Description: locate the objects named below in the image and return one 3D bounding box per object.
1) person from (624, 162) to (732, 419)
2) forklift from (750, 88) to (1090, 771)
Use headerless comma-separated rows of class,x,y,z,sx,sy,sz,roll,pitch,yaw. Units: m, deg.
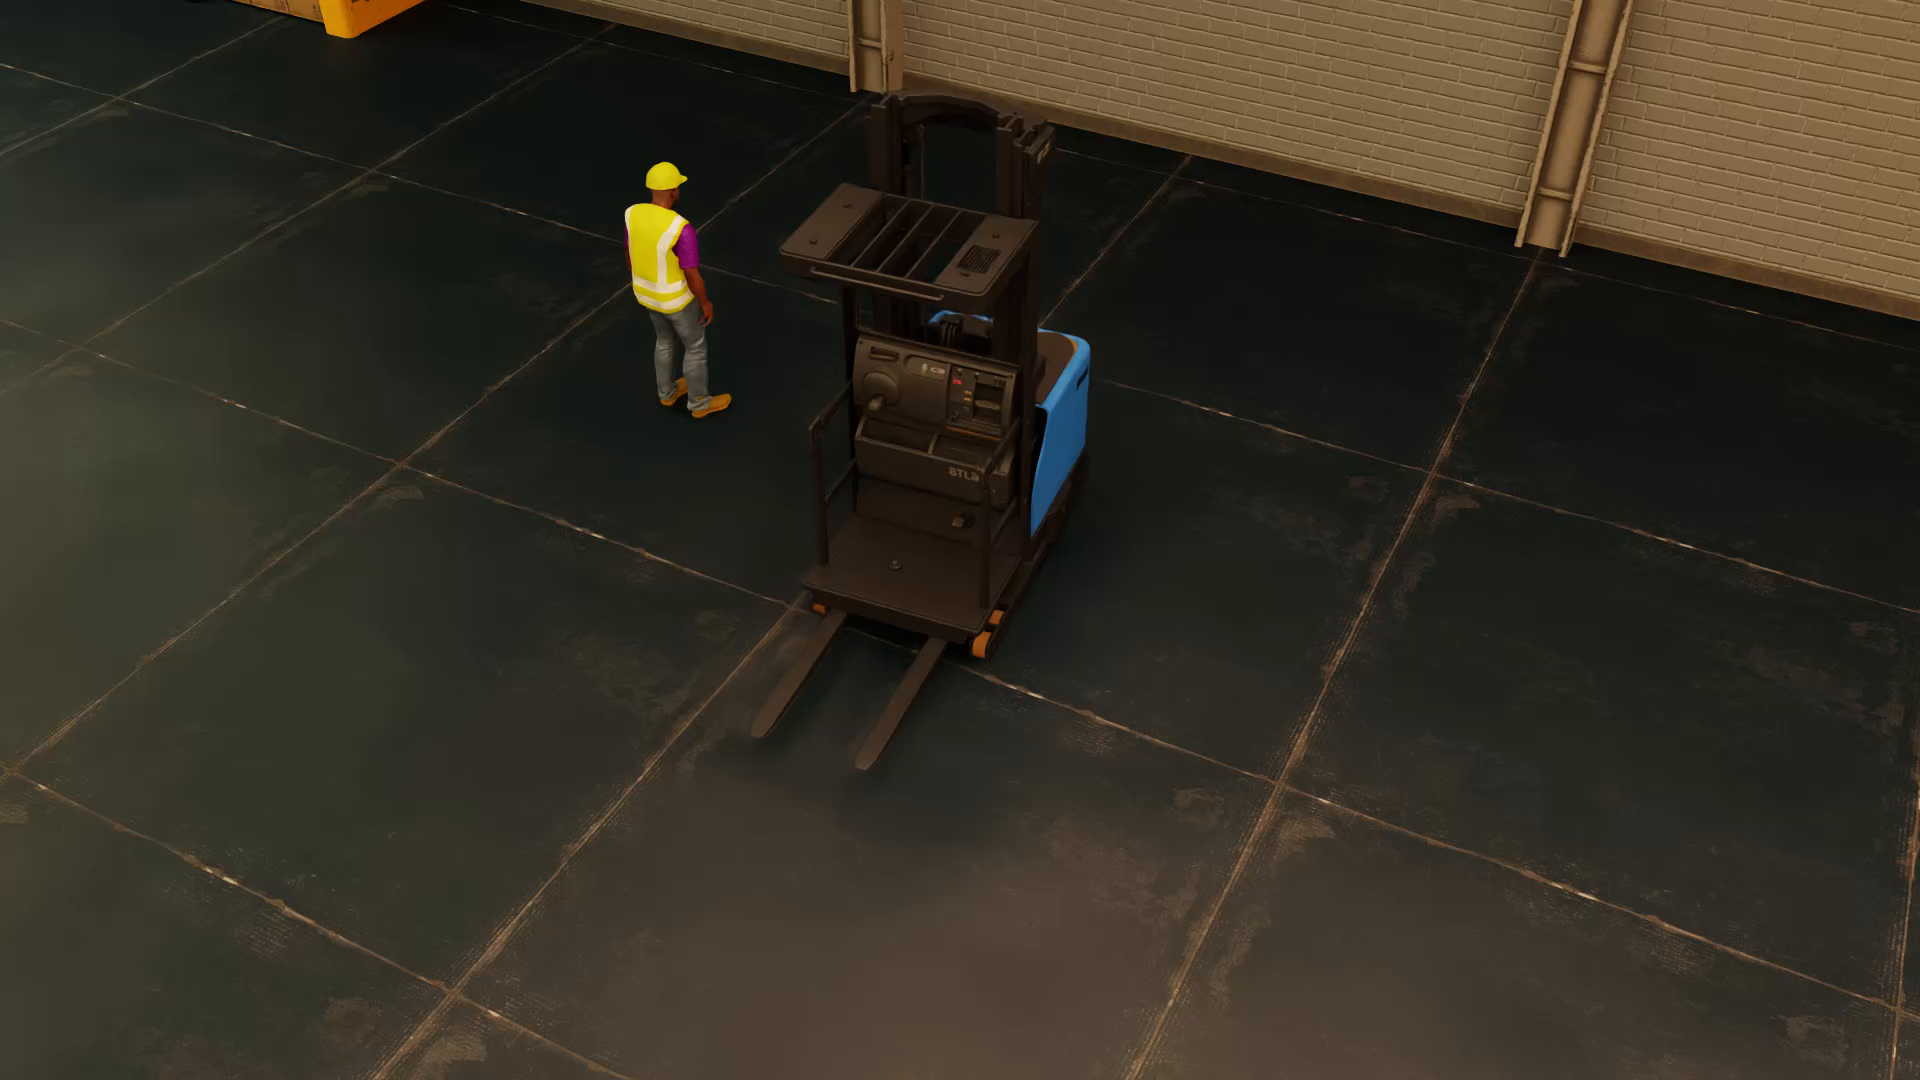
person,-1.866,-1.616,10.818,0.630,1.759,0.462,24,46,26
forklift,-0.222,-0.753,8.881,1.130,2.935,3.031,15,42,17
